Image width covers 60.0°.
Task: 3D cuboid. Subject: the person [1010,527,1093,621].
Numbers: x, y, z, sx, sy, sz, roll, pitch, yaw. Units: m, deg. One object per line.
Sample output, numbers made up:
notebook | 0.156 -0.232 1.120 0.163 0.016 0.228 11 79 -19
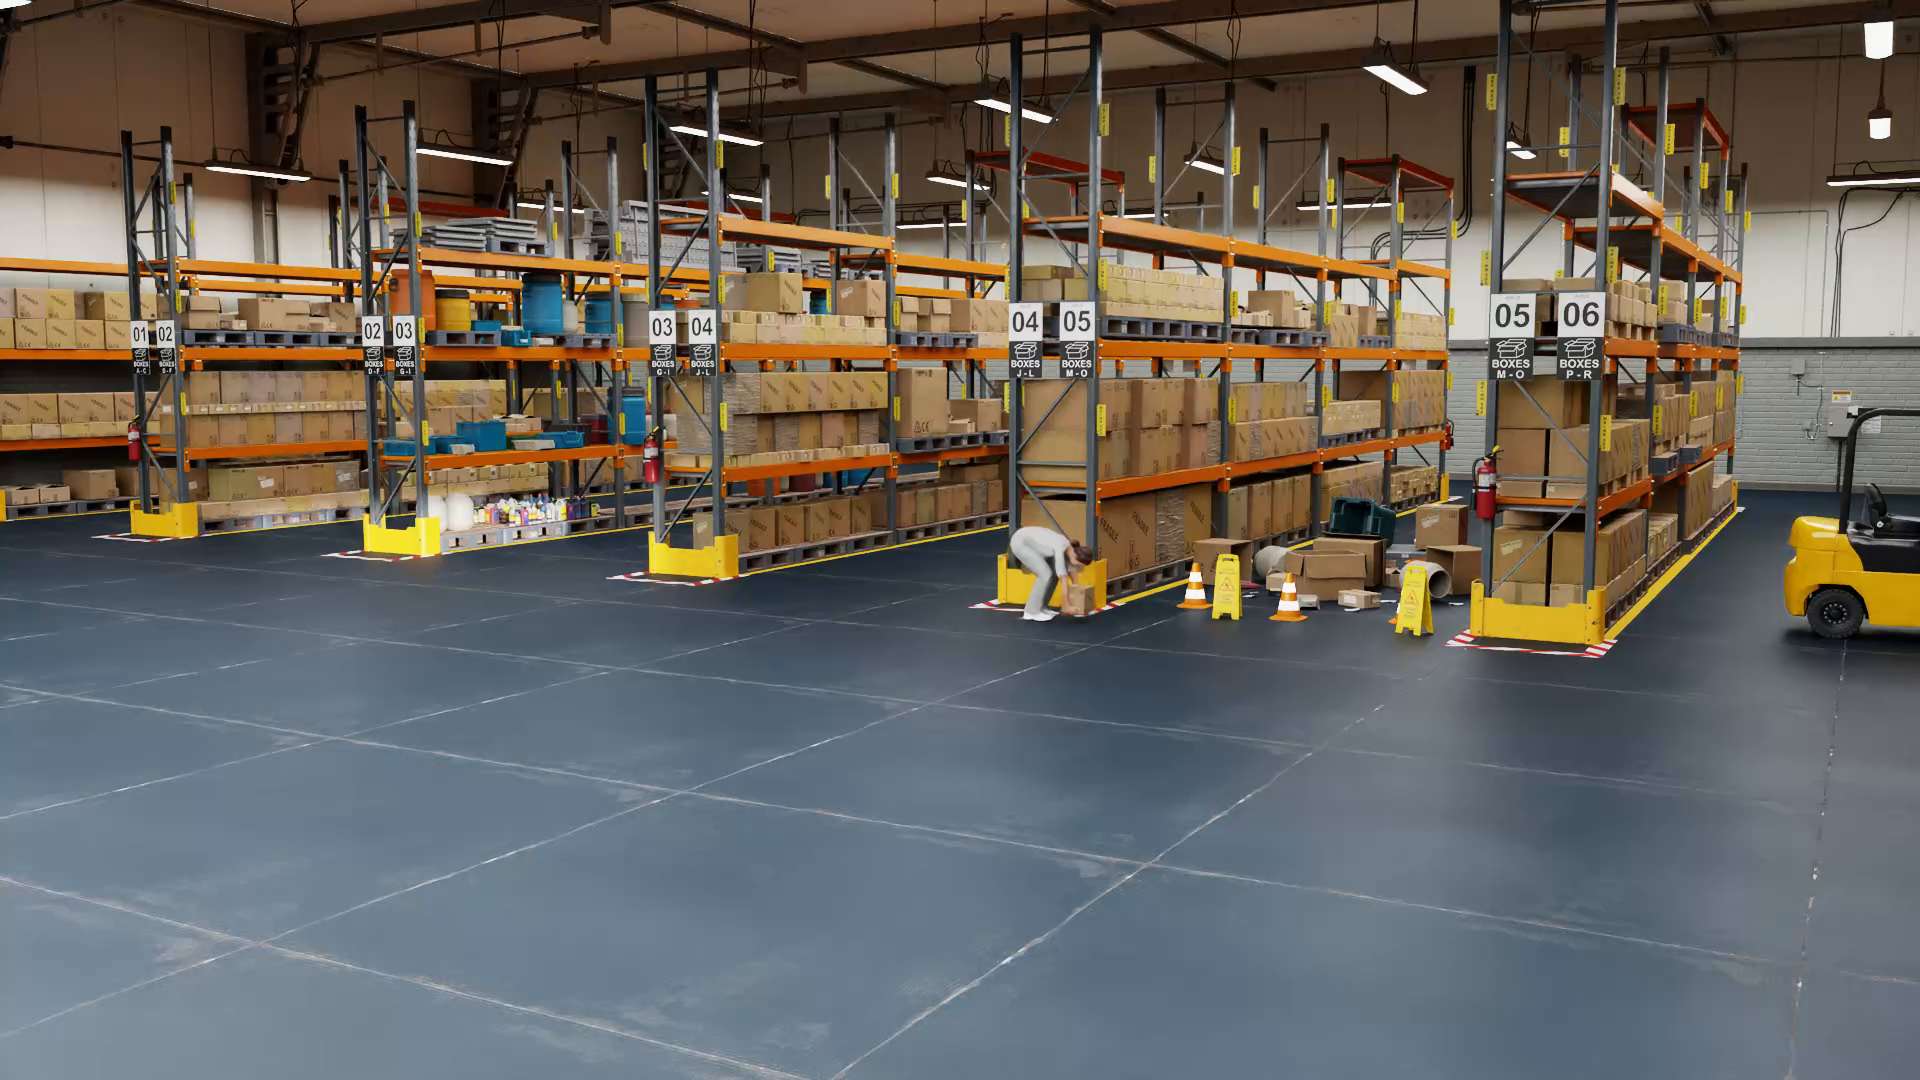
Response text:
person | 0.930 0.336 16.672 0.852 0.934 0.458 2 6 21
